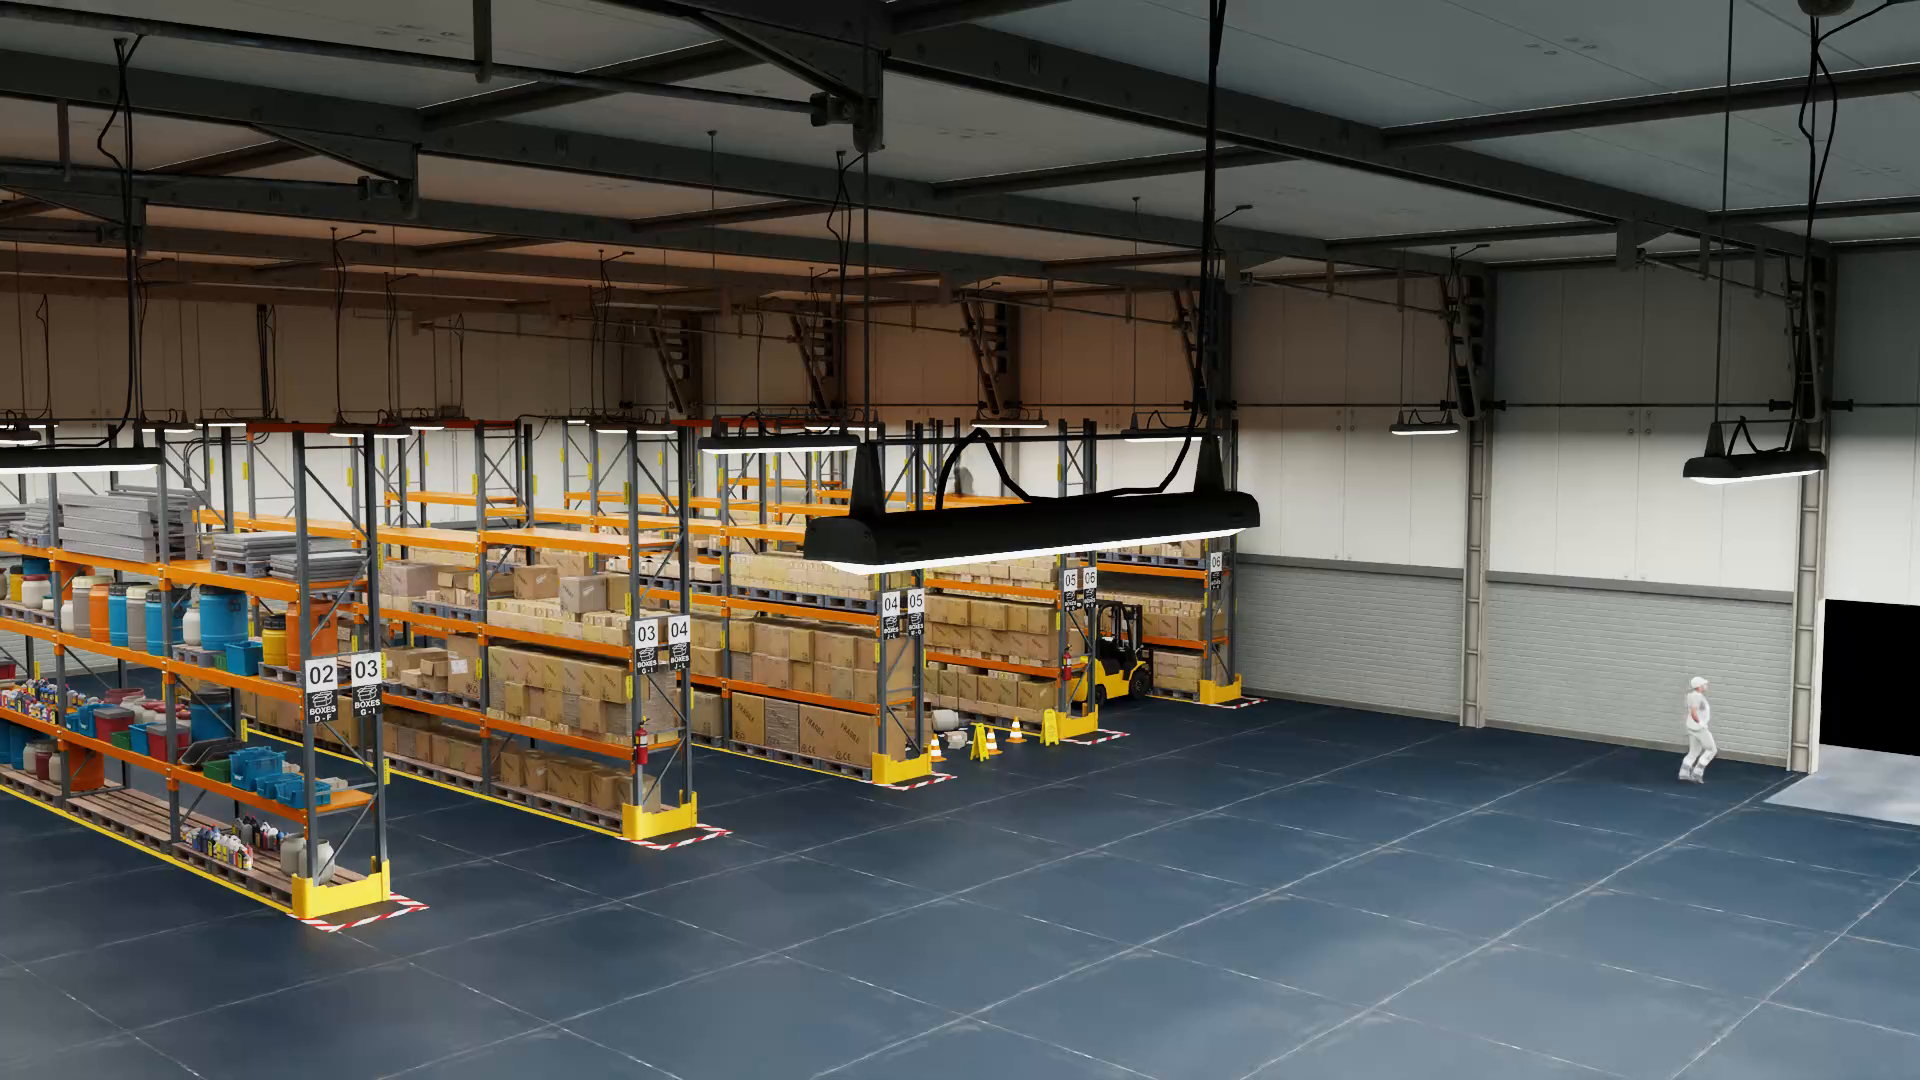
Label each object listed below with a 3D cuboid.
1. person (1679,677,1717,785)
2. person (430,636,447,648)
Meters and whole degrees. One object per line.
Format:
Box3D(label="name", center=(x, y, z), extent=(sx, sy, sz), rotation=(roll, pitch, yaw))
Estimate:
Box3D(label="person", center=(12.358, 3.192, 27.770), extent=(0.624, 1.821, 0.638), rotation=(0, 5, 3))
Box3D(label="person", center=(-12.490, 2.186, 40.086), extent=(0.757, 1.805, 0.742), rotation=(1, 5, 10))
